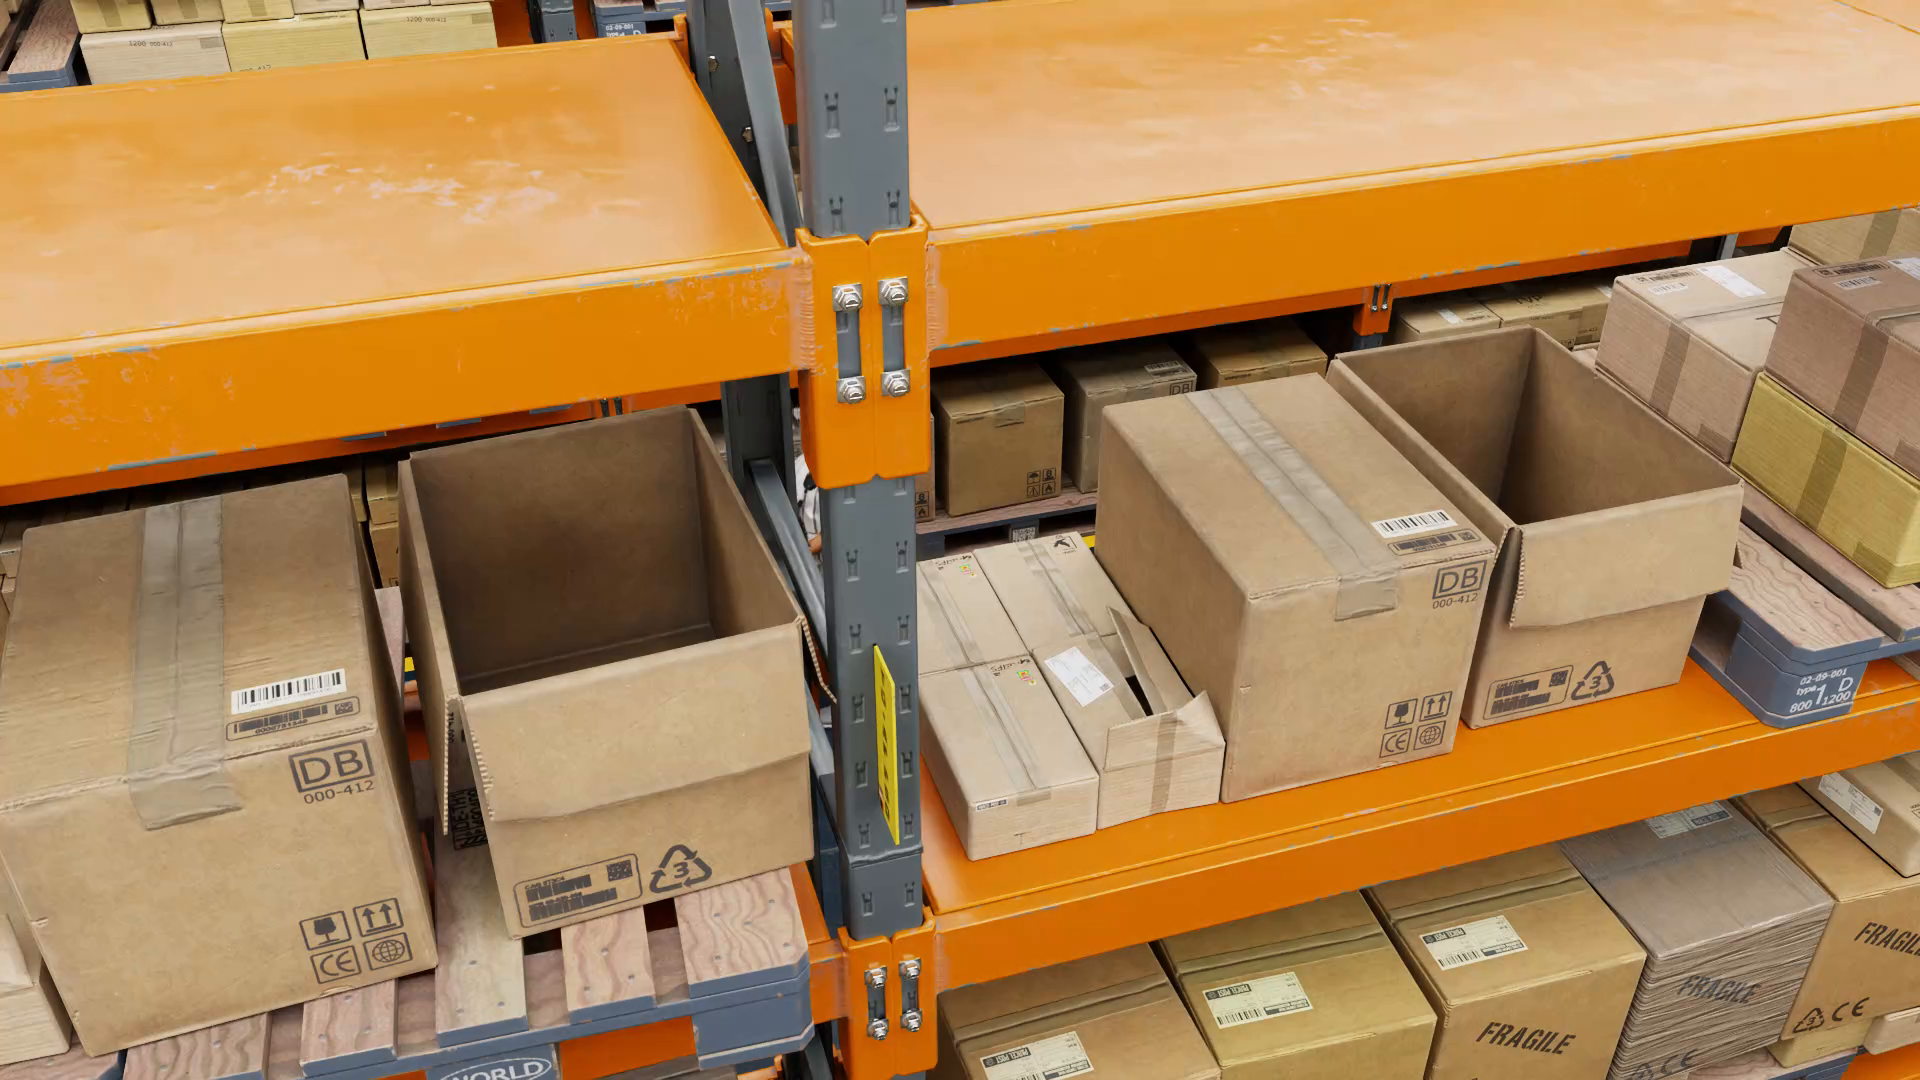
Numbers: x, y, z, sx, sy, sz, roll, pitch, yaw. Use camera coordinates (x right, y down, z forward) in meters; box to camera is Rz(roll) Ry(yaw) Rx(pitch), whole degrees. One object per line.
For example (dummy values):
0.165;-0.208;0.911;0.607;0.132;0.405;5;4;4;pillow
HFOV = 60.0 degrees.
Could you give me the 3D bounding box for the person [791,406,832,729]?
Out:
-0.621;0.072;7.327;0.536;1.664;0.471;-10;35;-15;person
